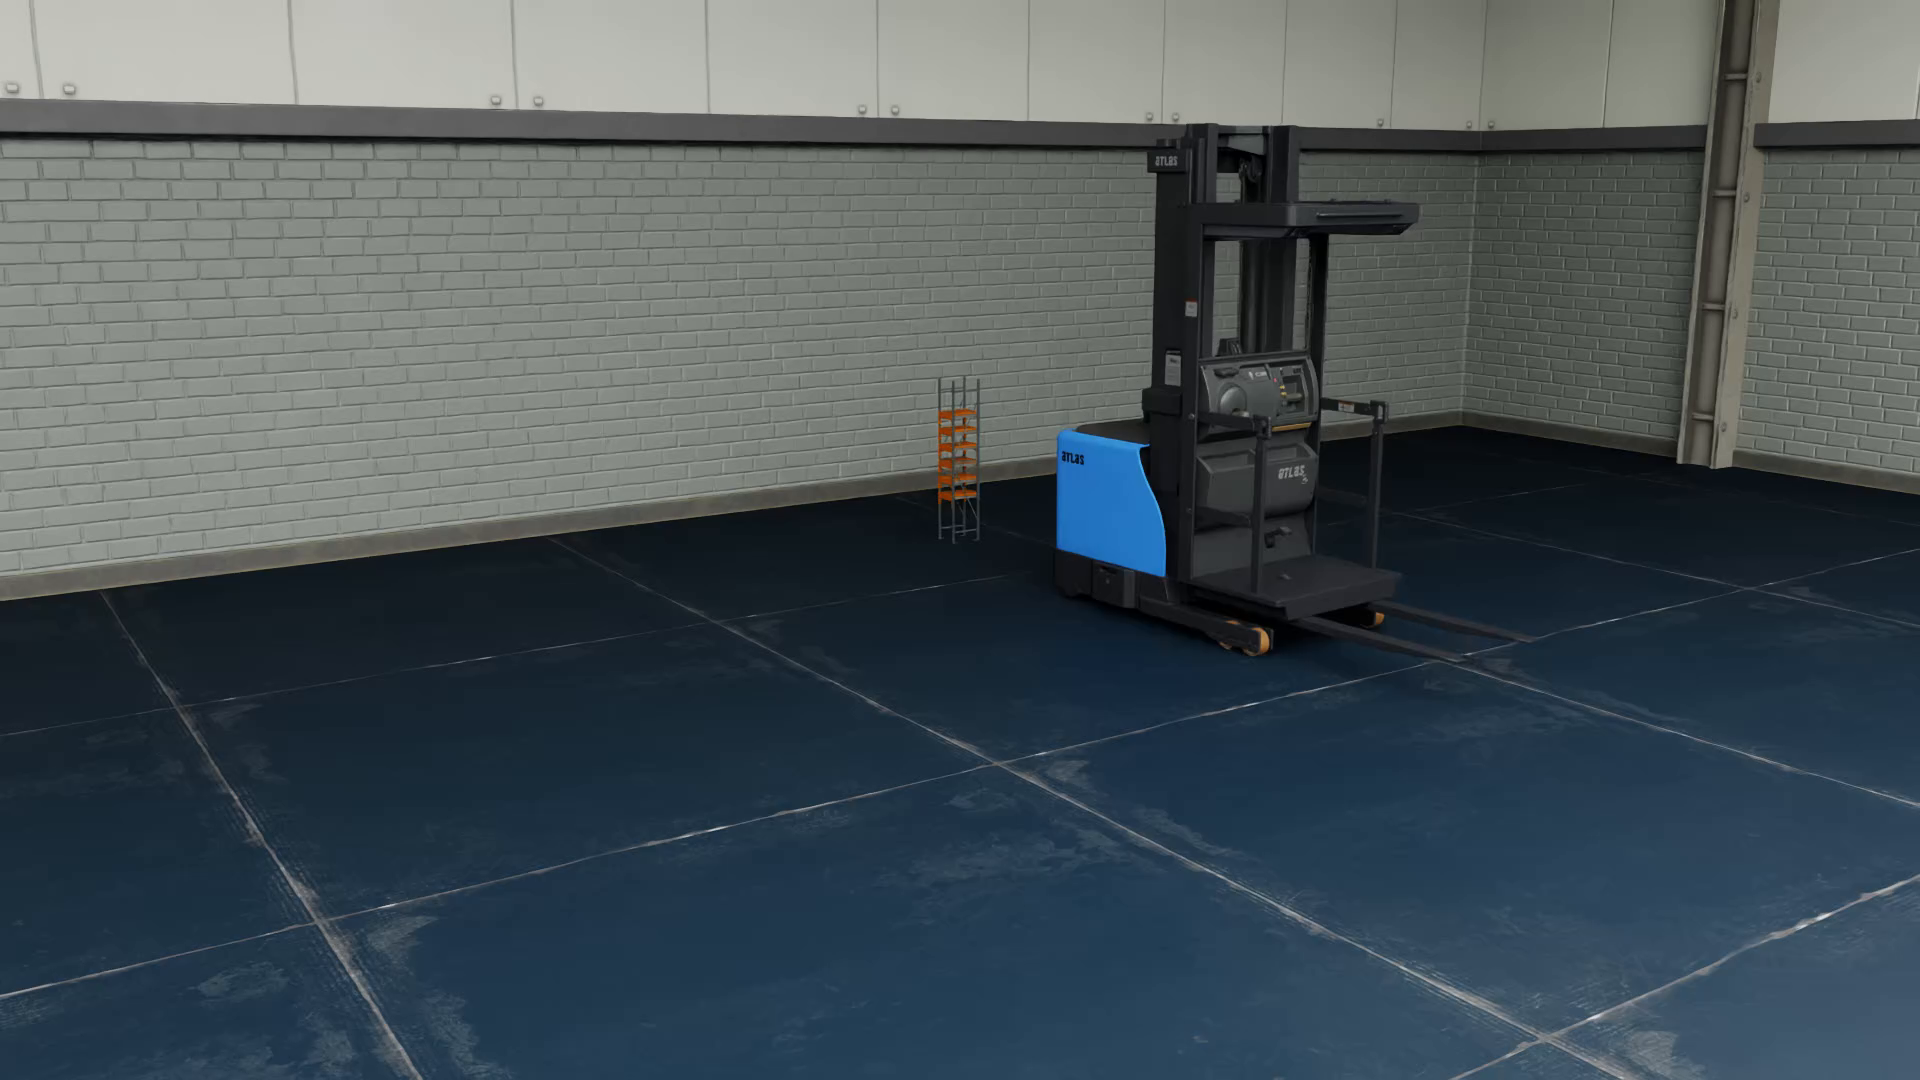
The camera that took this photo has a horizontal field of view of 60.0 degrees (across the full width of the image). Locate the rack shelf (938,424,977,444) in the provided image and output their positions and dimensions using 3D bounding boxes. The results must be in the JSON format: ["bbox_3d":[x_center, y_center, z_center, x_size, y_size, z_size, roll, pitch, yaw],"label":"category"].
[{"bbox_3d":[-0.008,-0.780,12.204,0.258,0.103,0.180,-8,15,-33],"label":"rack shelf"}]

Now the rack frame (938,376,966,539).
[{"bbox_3d":[-0.059,-0.605,12.320,0.240,1.200,0.006,-8,15,-33],"label":"rack frame"}]

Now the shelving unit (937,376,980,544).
[{"bbox_3d":[-0.008,-0.589,12.245,0.258,1.200,0.189,-8,15,-33],"label":"shelving unit"}]

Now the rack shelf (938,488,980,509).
[{"bbox_3d":[-0.008,-0.311,12.306,0.258,0.103,0.180,-8,15,-33],"label":"rack shelf"}]

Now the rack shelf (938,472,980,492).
[{"bbox_3d":[-0.008,-0.428,12.280,0.258,0.103,0.180,-8,15,-33],"label":"rack shelf"}]

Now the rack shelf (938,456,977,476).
[{"bbox_3d":[-0.008,-0.545,12.255,0.258,0.103,0.180,-8,15,-33],"label":"rack shelf"}]

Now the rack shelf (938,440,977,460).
[{"bbox_3d":[-0.008,-0.663,12.229,0.258,0.103,0.180,-8,15,-33],"label":"rack shelf"}]

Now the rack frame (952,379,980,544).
[{"bbox_3d":[0.043,-0.572,12.171,0.240,1.200,0.006,-8,15,-33],"label":"rack frame"}]

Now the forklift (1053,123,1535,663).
[{"bbox_3d":[1.891,-0.894,9.591,1.130,2.935,3.031,-9,15,-36],"label":"forklift"}]

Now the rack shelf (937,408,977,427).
[{"bbox_3d":[-0.008,-0.897,12.178,0.258,0.103,0.180,-8,15,-33],"label":"rack shelf"}]

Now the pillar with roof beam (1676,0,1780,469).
[{"bbox_3d":[3.402,-4.595,12.310,9.100,9.000,0.400,-8,15,-33],"label":"pillar with roof beam"}]
